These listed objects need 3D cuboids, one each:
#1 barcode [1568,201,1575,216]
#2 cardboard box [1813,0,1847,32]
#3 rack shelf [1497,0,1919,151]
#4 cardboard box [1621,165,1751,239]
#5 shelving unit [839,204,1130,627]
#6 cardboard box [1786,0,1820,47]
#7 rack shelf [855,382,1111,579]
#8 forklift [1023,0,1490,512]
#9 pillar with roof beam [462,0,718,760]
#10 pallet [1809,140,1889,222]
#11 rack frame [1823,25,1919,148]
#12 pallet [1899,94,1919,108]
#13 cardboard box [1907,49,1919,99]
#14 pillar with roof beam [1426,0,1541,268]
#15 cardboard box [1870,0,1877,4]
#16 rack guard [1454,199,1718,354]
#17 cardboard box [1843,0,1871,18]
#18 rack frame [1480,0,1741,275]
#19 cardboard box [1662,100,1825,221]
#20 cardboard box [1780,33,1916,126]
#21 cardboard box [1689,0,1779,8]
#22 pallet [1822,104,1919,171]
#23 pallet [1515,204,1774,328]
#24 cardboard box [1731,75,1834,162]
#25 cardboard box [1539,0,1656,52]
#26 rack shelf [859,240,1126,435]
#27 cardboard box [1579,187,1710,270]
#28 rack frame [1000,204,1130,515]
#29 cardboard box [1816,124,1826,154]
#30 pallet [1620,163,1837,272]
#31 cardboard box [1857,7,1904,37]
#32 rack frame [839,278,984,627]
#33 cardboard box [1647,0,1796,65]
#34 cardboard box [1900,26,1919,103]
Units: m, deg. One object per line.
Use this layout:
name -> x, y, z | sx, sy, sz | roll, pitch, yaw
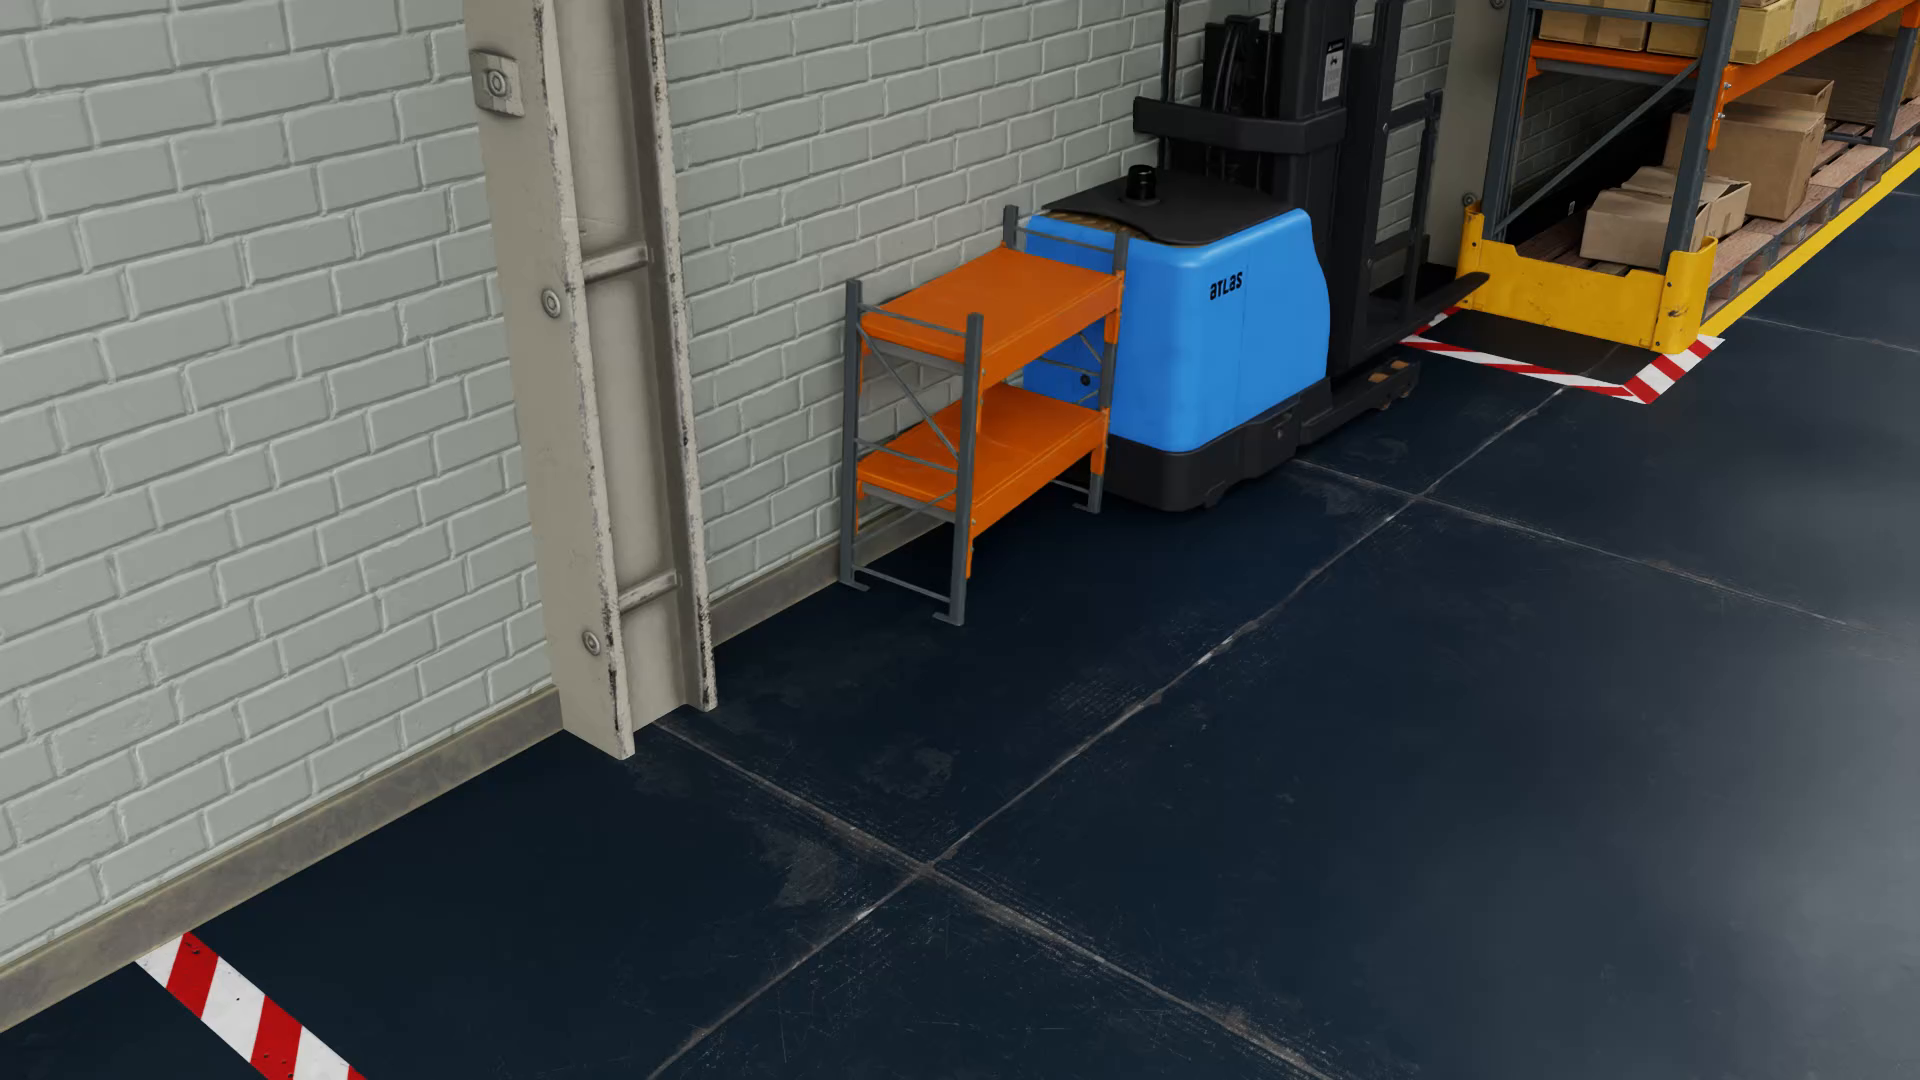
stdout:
barcode -> 3.246, -1.761, 8.828 | 0.001, 0.075, 0.075 | 21, 34, 34
cardboard box -> 4.237, -2.803, 8.546 | 0.500, 0.250, 0.500 | 20, 34, 34
rack shelf -> 4.306, -2.803, 9.187 | 1.077, 0.370, 4.000 | 21, 34, 34
cardboard box -> 3.906, -1.836, 8.982 | 0.500, 0.311, 0.500 | 24, 36, 38
shelving unit -> 0.089, -0.471, 5.904 | 0.538, 1.125, 1.048 | 19, 33, 26
cardboard box -> 3.909, -2.625, 8.200 | 0.500, 0.250, 0.500 | 20, 33, 33
rack shelf -> 0.076, -0.258, 6.022 | 0.538, 0.278, 1.000 | 19, 33, 26
forklift -> 1.418, -2.009, 6.943 | 1.130, 2.935, 3.031 | 22, 34, 35
pillar with roof beam -> 2.317, -2.194, 0.697 | 9.100, 9.000, 0.400 | 21, 34, 34
pallet -> 5.178, -2.345, 10.553 | 1.003, 0.211, 1.213 | 21, 34, 34
rack frame -> 5.578, -3.832, 10.393 | 1.000, 3.000, 0.127 | 21, 34, 34
pallet -> 6.848, -3.304, 12.408 | 1.003, 0.211, 1.213 | 21, 34, 34
cardboard box -> 6.679, -3.550, 12.089 | 0.700, 0.500, 0.500 | 21, 34, 35
pillar with roof beam -> 6.134, -4.321, 4.809 | 9.100, 9.000, 0.400 | 21, 34, 34
cardboard box -> 4.880, -3.161, 9.237 | 0.500, 0.250, 0.500 | 21, 34, 34
rack guard -> 3.082, -1.330, 8.278 | 1.175, 0.500, 0.348 | 21, 34, 34
cardboard box -> 4.561, -2.982, 8.891 | 0.500, 0.250, 0.500 | 21, 34, 35
rack frame -> 3.034, -2.414, 7.651 | 1.000, 3.000, 0.127 | 21, 34, 34
cardboard box -> 4.411, -2.166, 9.413 | 0.700, 0.500, 0.500 | 18, 33, 31
cardboard box -> 6.034, -3.183, 11.380 | 0.700, 0.500, 0.500 | 22, 35, 36
cardboard box -> 3.570, -2.771, 7.666 | 0.500, 0.500, 0.500 | 21, 34, 34
pallet -> 6.072, -2.870, 11.568 | 1.003, 0.211, 1.213 | 21, 34, 34
pallet -> 3.626, -1.480, 8.881 | 1.003, 0.211, 1.213 | 21, 34, 34
cardboard box -> 4.949, -2.537, 10.132 | 0.500, 0.500, 0.500 | 18, 32, 31
cardboard box -> 3.182, -2.578, 8.111 | 0.500, 0.250, 0.500 | 21, 34, 35
rack shelf -> 0.105, -0.727, 5.762 | 0.538, 0.278, 1.000 | 19, 33, 26
cardboard box -> 3.544, -1.634, 8.591 | 0.500, 0.311, 0.500 | 17, 32, 29
rack frame -> 0.355, -0.668, 6.290 | 0.500, 1.125, 0.032 | 19, 33, 26
cardboard box -> 5.261, -2.571, 10.559 | 0.380, 0.166, 0.250 | 16, 31, 28
pallet -> 4.403, -1.911, 9.713 | 1.003, 0.211, 1.213 | 21, 34, 34
cardboard box -> 6.311, -3.673, 11.511 | 0.500, 0.250, 0.500 | 20, 33, 33
rack frame -> -0.176, -0.274, 5.518 | 0.500, 1.125, 0.032 | 19, 33, 26
cardboard box -> 3.589, -2.436, 7.836 | 0.500, 0.250, 0.500 | 20, 33, 33
cardboard box -> 6.324, -3.381, 11.762 | 0.700, 0.500, 0.500 | 20, 33, 33
